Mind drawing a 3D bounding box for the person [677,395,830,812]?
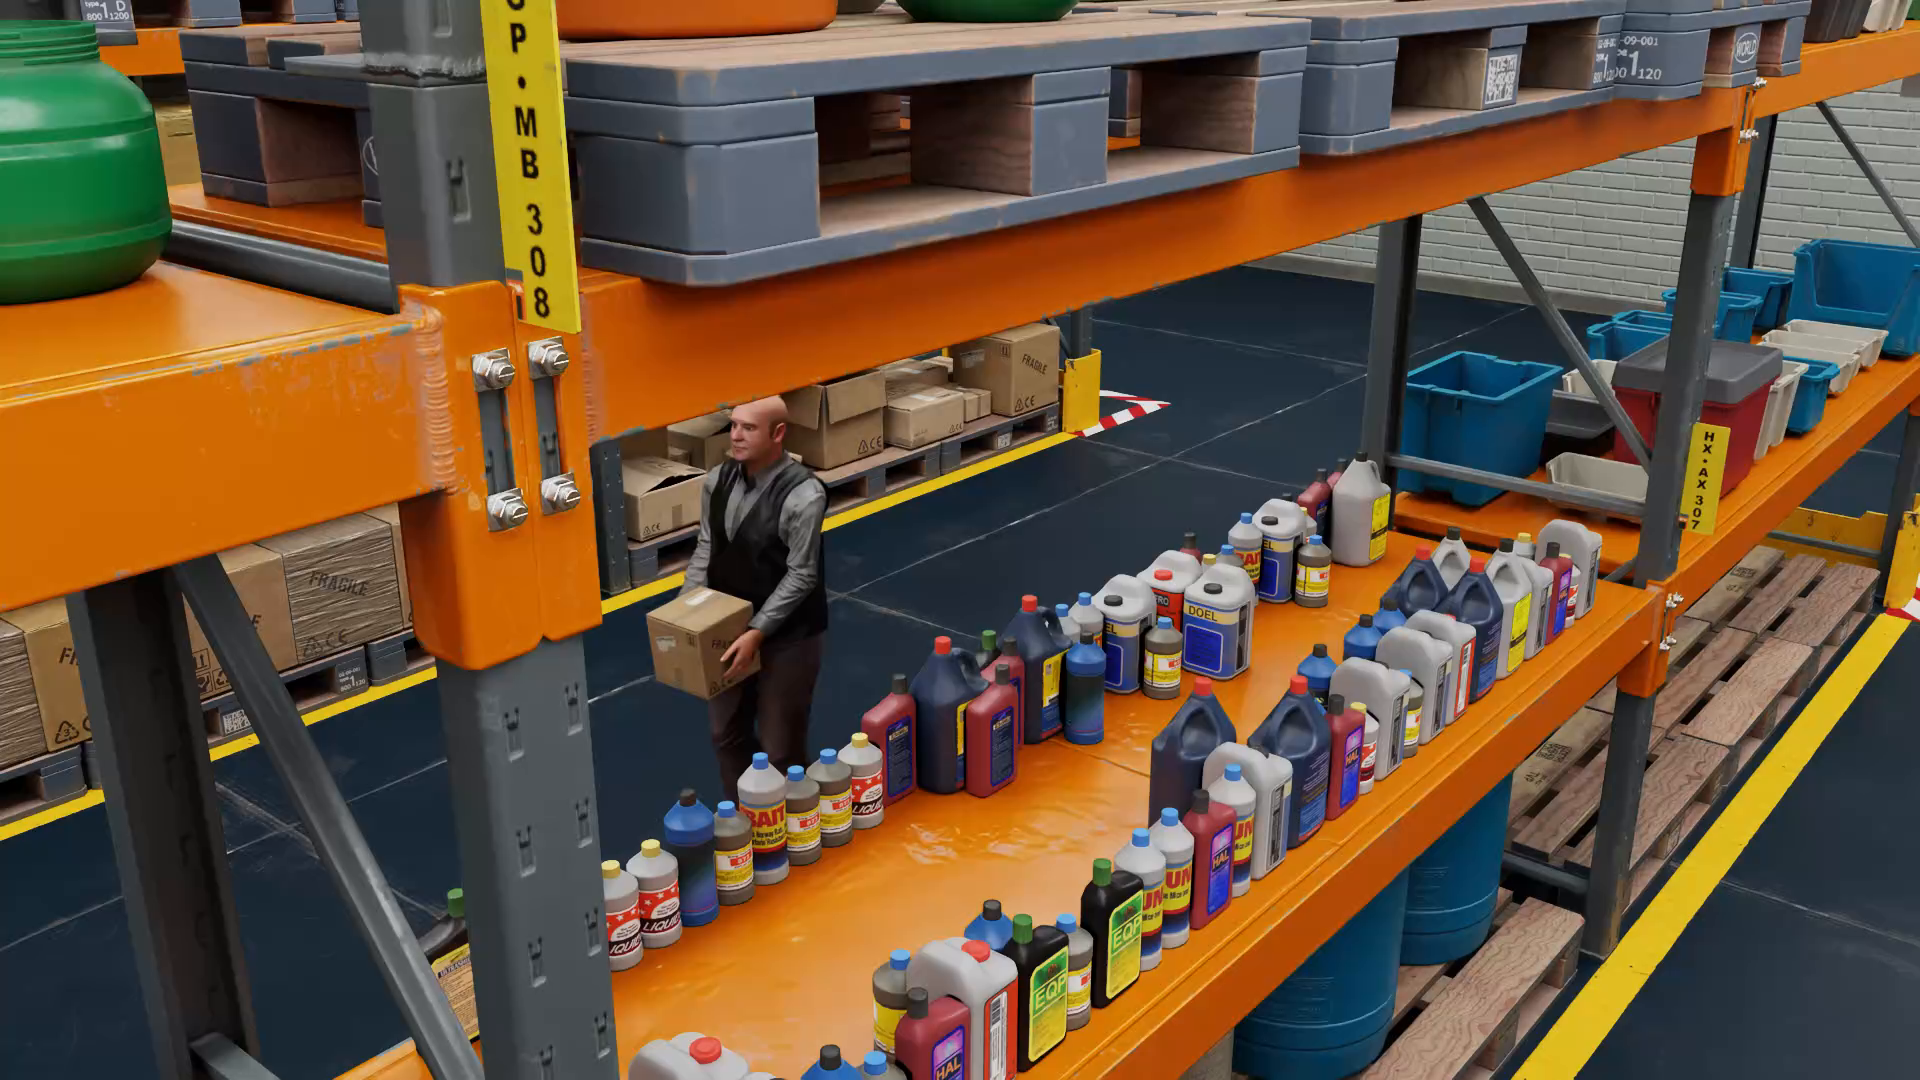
[{"bbox_3d":[-0.712,0.345,5.656,0.532,1.727,0.522,15,25,36],"label":"person"}]
